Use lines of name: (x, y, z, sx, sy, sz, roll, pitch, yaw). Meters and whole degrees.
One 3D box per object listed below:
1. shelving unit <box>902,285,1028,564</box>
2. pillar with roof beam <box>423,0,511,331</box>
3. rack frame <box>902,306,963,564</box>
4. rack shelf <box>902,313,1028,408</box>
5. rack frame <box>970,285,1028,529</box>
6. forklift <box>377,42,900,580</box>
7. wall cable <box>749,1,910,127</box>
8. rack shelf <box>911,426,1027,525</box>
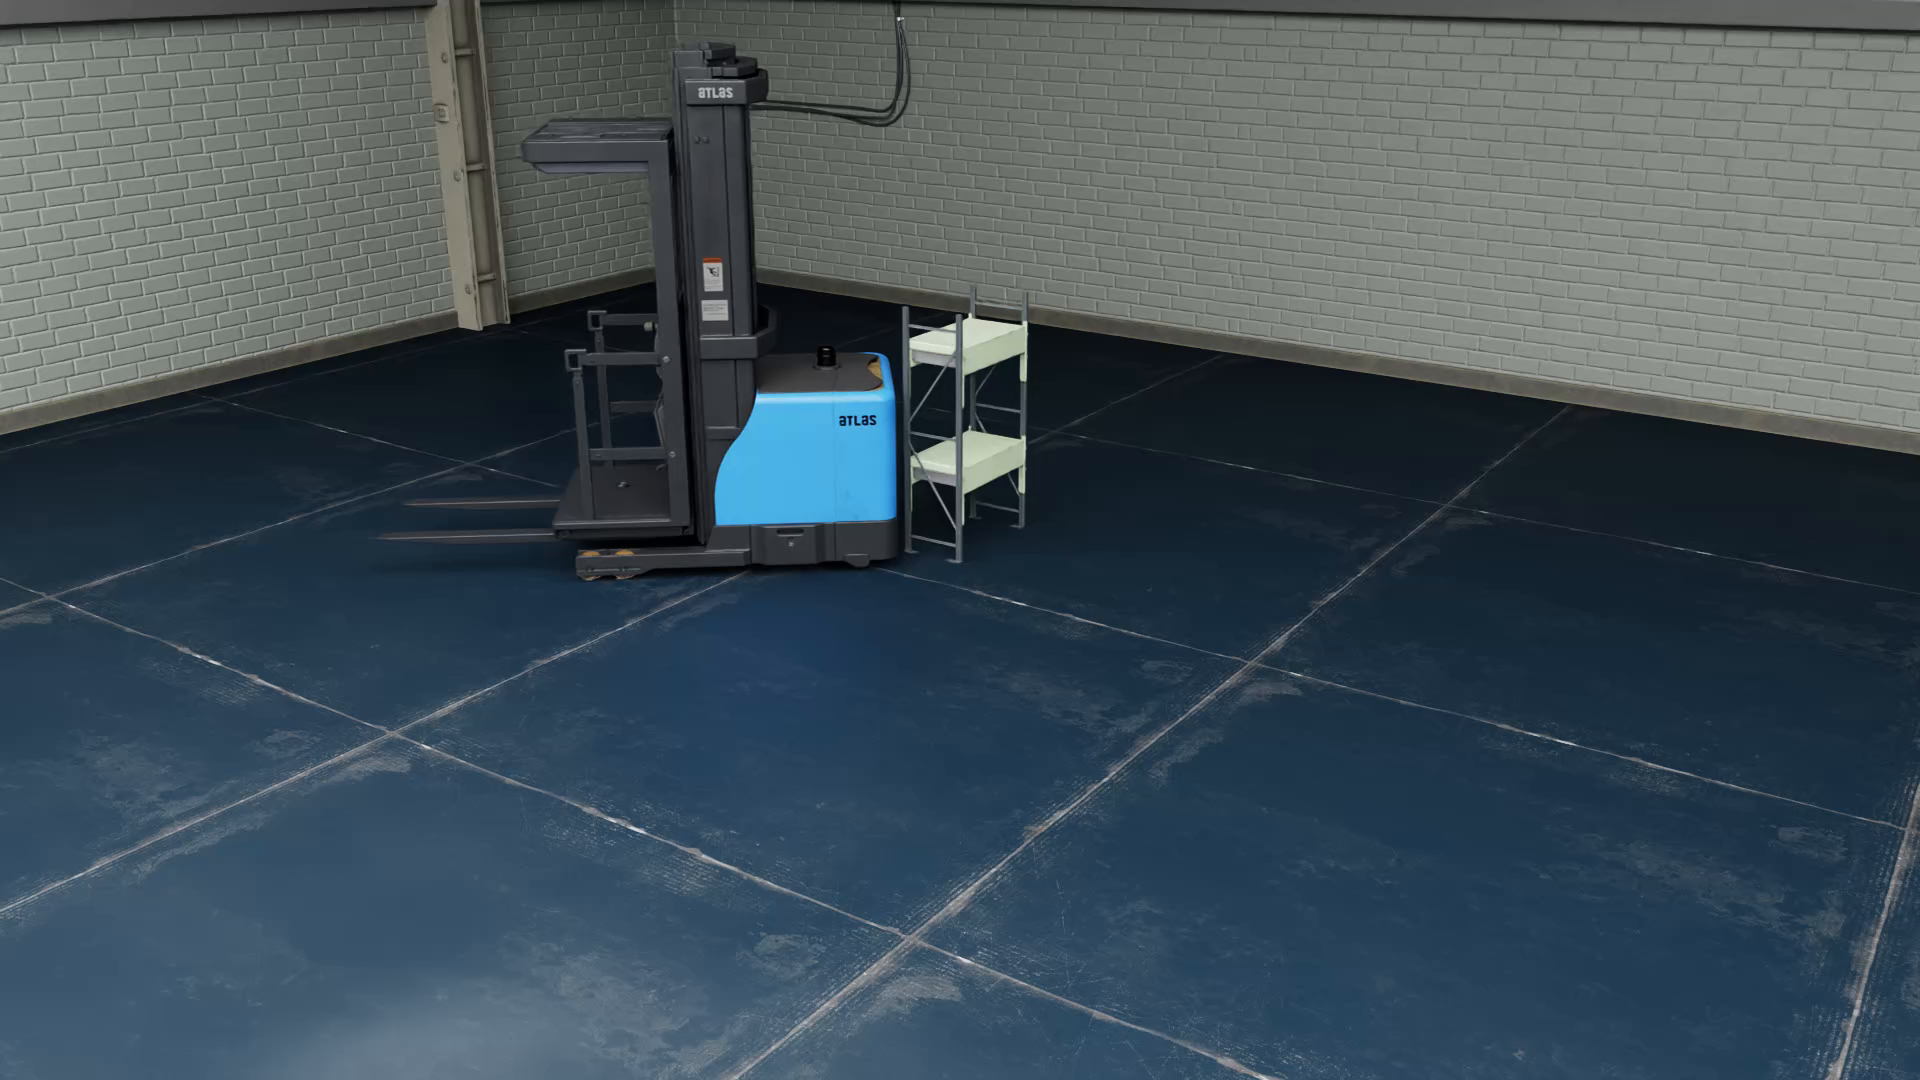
shelving unit: (0.038, -0.709, 10.019, 0.431, 1.500, 0.755, 13, 24, 30)
pillar with roof beam: (-0.962, -5.427, 11.966, 9.100, 9.000, 0.400, 13, 24, 32)
rack frame: (-0.159, -0.602, 9.730, 0.400, 1.500, 0.023, 13, 24, 30)
rack shelf: (0.038, -1.075, 9.884, 0.431, 0.370, 0.720, 13, 24, 30)
rack frame: (0.236, -0.816, 10.308, 0.400, 1.500, 0.023, 13, 24, 30)
forklift: (-1.902, -1.332, 9.641, 3.031, 2.935, 1.130, -2, 20, -4)
wall cable: (-1.772, -5.398, 16.362, 3.097, 2.526, 0.112, 13, 24, 32)
rack shelf: (0.038, -0.403, 10.132, 0.431, 0.370, 0.720, 13, 24, 30)
